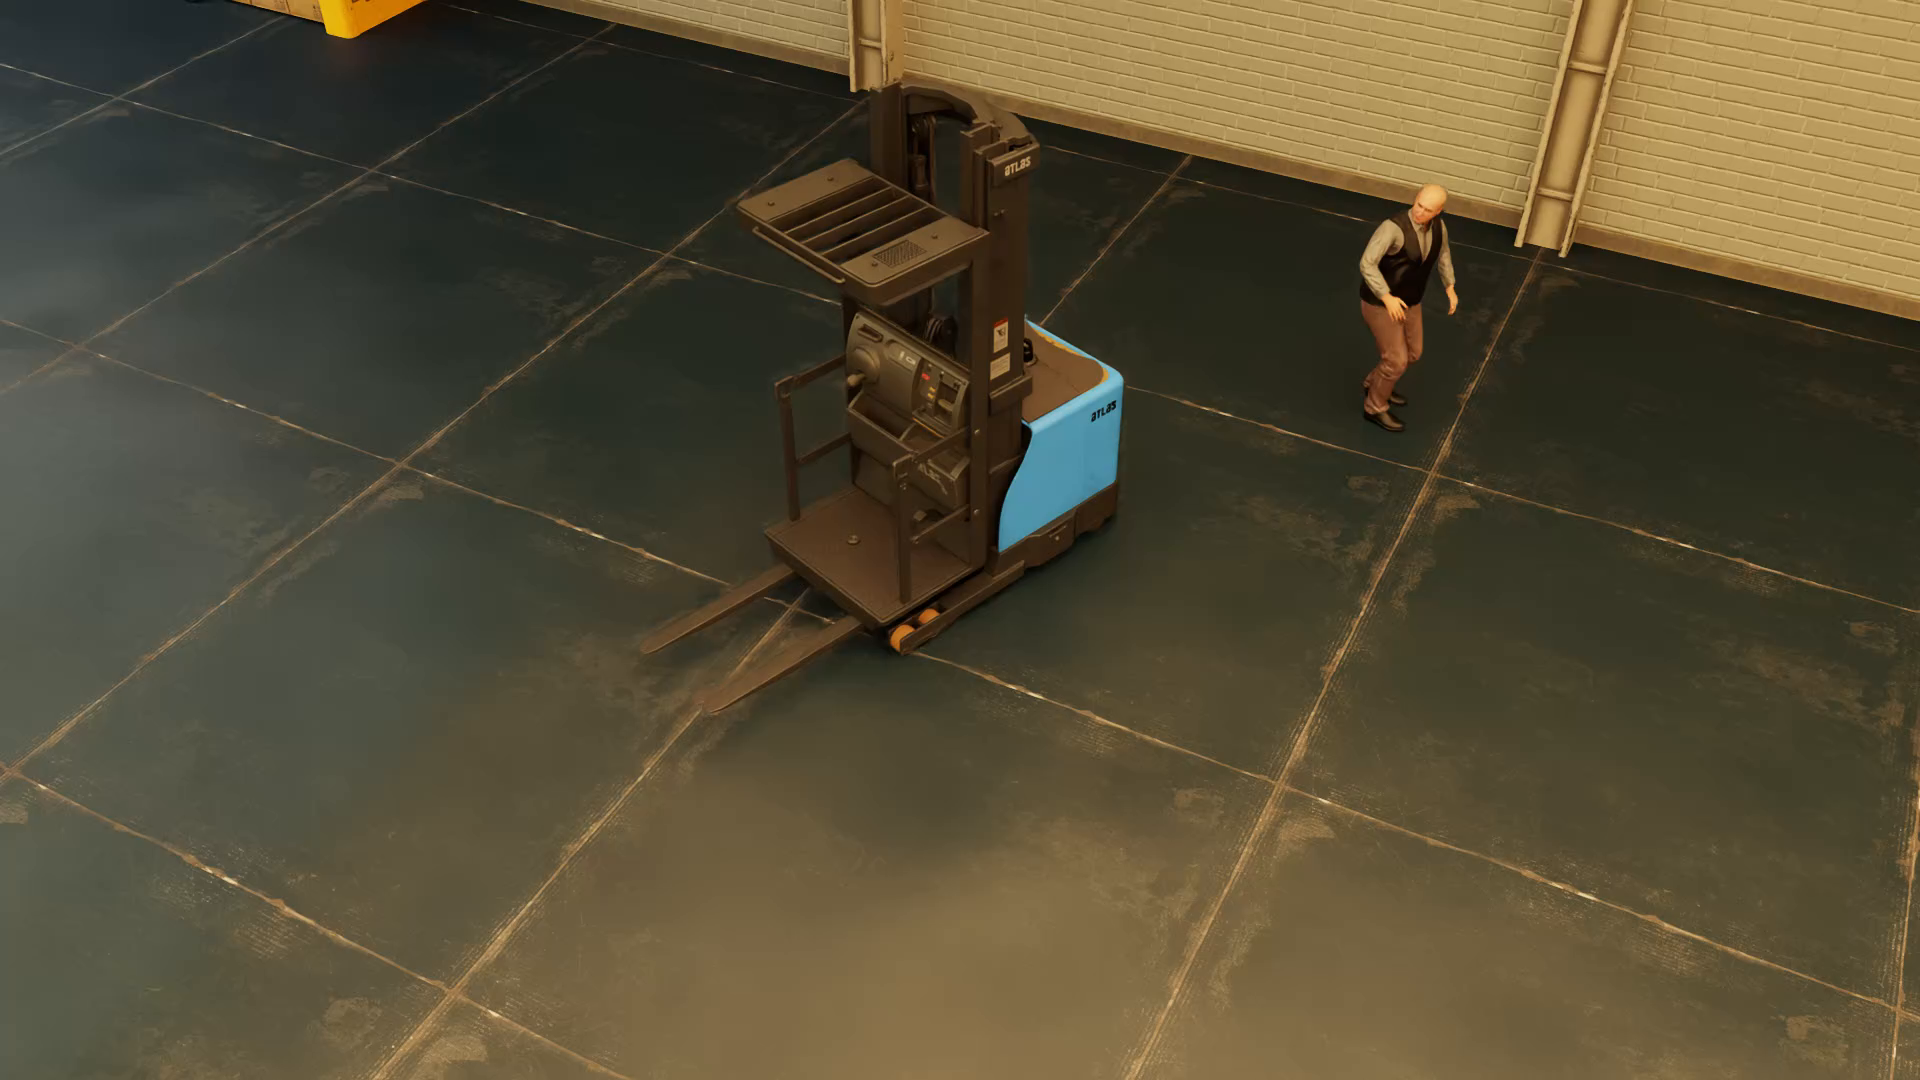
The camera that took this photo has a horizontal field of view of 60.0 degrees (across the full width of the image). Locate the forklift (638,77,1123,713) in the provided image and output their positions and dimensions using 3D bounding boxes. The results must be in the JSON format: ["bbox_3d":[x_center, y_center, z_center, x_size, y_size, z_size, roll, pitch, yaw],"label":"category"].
[{"bbox_3d":[-0.447,-0.853,9.000,3.031,2.935,1.130,-31,49,-31],"label":"forklift"}]

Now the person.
[{"bbox_3d":[2.905,-1.542,10.801,0.737,1.683,0.519,-28,47,-29],"label":"person"}]
